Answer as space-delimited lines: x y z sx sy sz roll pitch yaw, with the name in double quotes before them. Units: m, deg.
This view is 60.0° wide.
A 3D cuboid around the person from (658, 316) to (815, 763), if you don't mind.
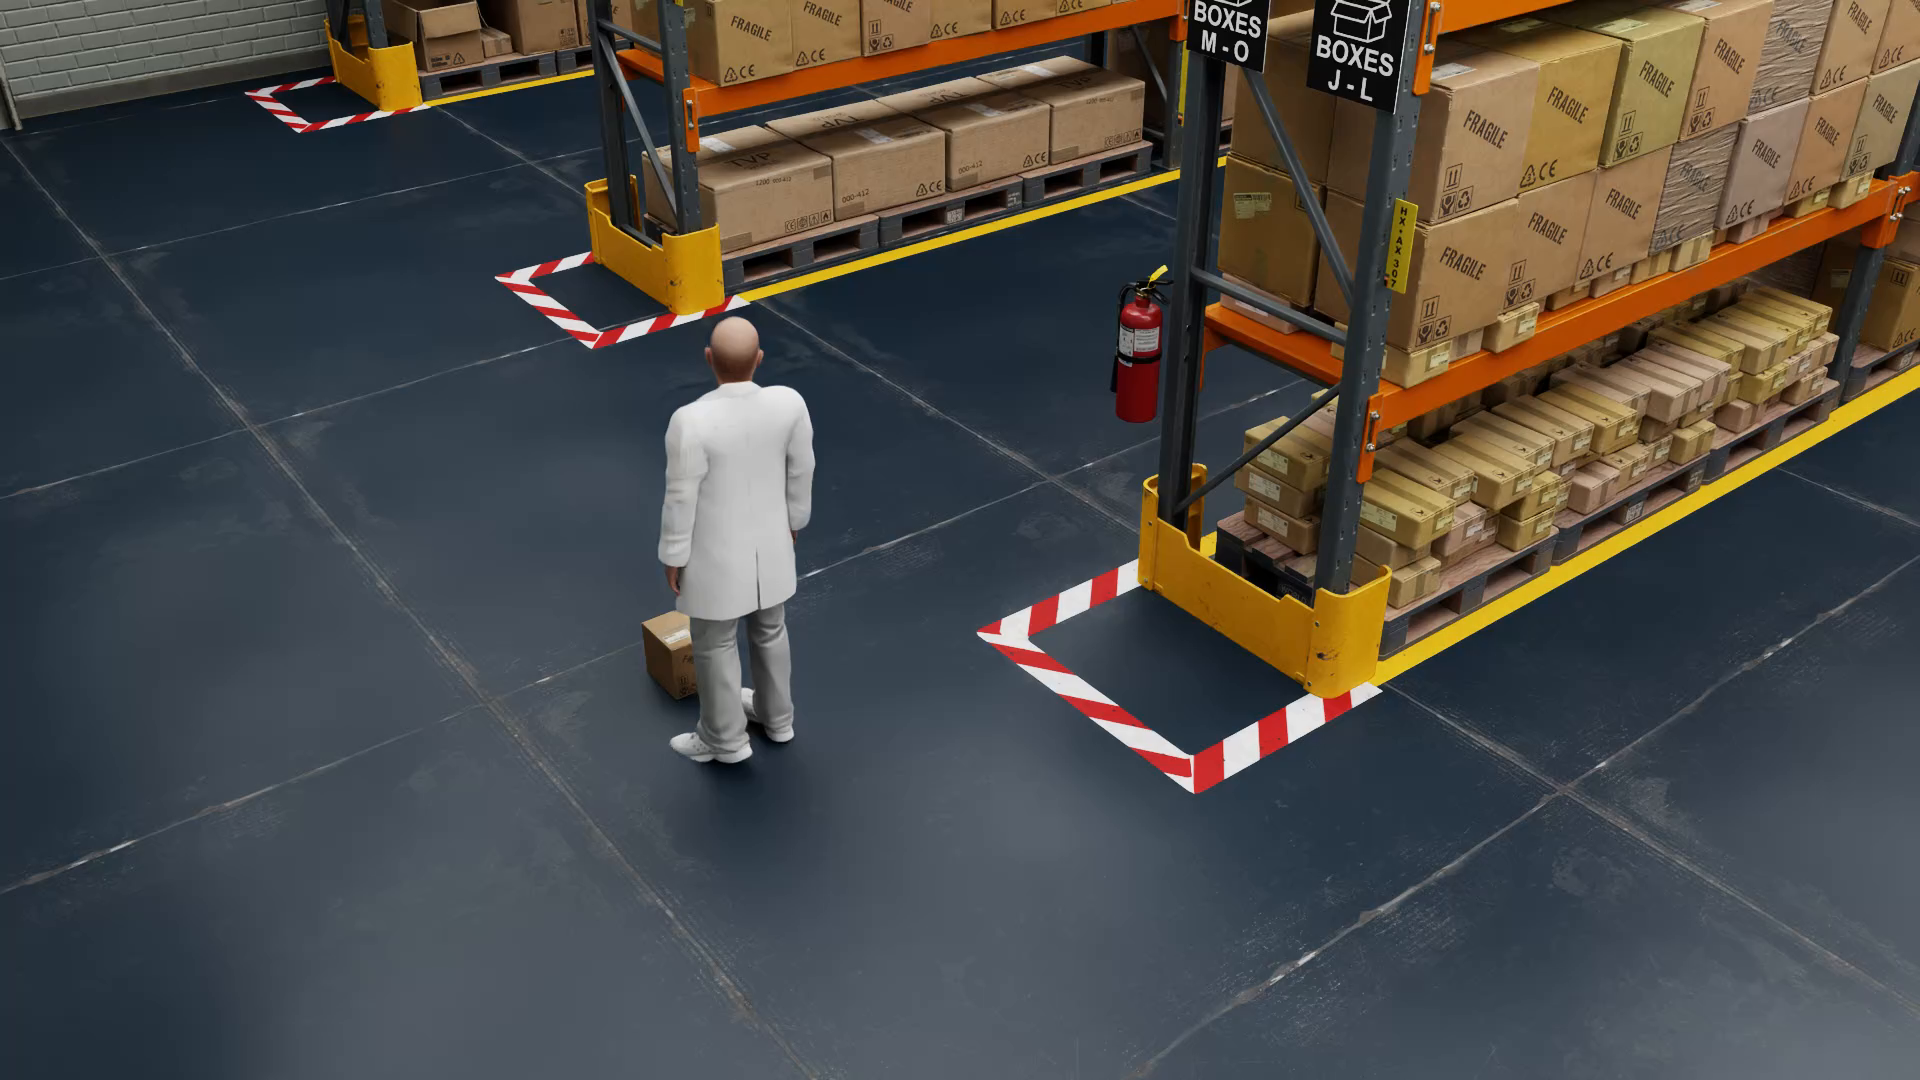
"person" -0.847 0.014 6.147 0.623 1.822 0.413 -21 37 -30
